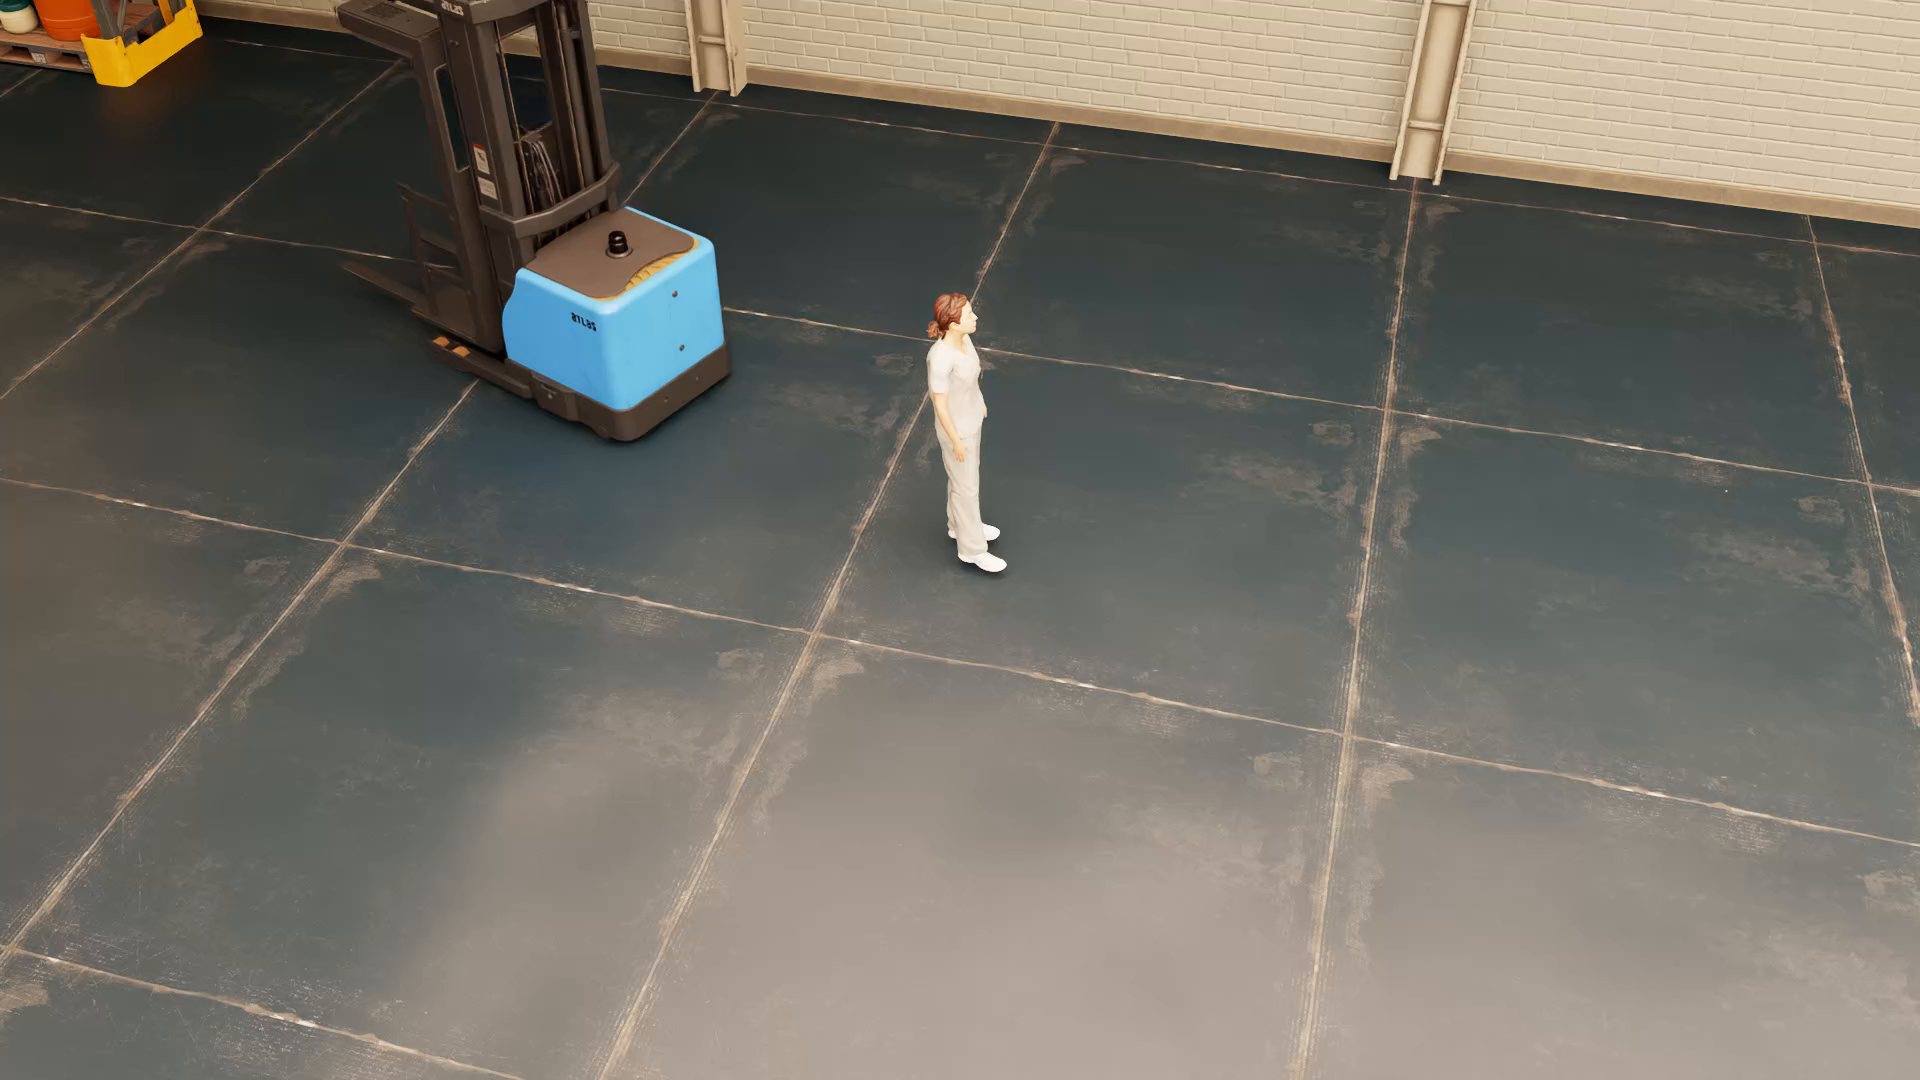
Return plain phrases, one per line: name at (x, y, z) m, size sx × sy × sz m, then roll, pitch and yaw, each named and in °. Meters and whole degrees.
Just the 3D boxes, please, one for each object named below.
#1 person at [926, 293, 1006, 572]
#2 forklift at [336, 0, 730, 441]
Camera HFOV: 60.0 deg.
person at (0.067, -0.645, 9.477) m, size 0.549 × 1.675 × 0.549 m, roll 10°, pitch 42°, yaw 11°
forklift at (-3.056, -2.518, 10.734) m, size 3.031 × 2.935 × 1.130 m, roll 25°, pitch 47°, yaw 26°
